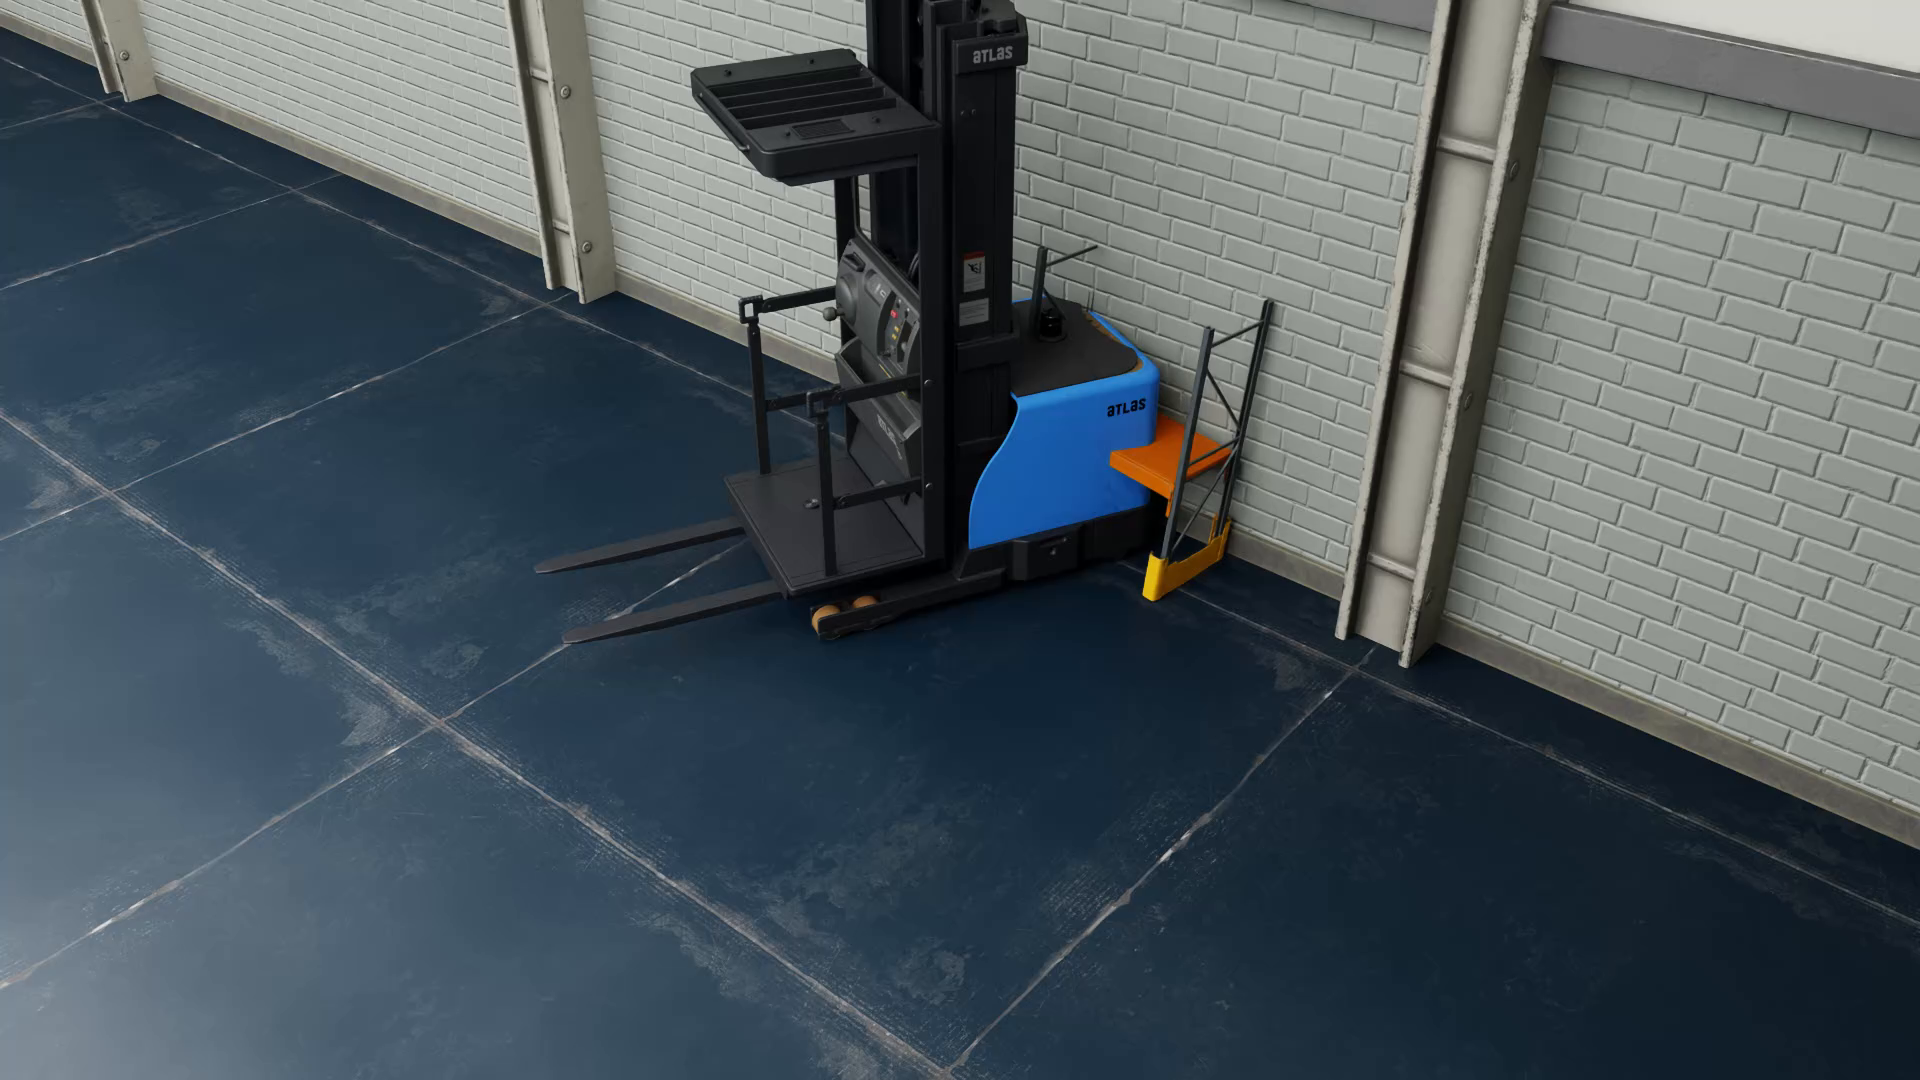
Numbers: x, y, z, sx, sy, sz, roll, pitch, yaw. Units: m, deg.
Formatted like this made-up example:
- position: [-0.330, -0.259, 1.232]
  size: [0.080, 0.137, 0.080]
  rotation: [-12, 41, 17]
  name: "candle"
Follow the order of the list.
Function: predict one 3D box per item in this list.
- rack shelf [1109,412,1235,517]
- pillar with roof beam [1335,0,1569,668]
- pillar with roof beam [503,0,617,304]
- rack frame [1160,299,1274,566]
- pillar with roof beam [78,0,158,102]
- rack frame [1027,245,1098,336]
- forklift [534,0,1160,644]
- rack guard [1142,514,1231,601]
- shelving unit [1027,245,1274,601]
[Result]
- position: [0.840, -0.501, 8.421]
  size: [1.000, 0.185, 0.538]
  rotation: [32, 42, 33]
  name: "rack shelf"
- position: [-0.687, -1.365, 2.789]
  size: [0.400, 9.000, 9.100]
  rotation: [25, 42, 32]
  name: "pillar with roof beam"
- position: [-5.298, -3.539, 5.954]
  size: [0.400, 9.000, 9.100]
  rotation: [25, 42, 32]
  name: "pillar with roof beam"
- position: [1.217, -0.419, 8.044]
  size: [0.032, 1.500, 0.500]
  rotation: [32, 42, 33]
  name: "rack frame"
- position: [-9.910, -5.712, 9.118]
  size: [0.400, 9.000, 9.100]
  rotation: [25, 42, 32]
  name: "pillar with roof beam"
- position: [0.495, -0.877, 8.595]
  size: [0.032, 1.500, 0.500]
  rotation: [32, 42, 33]
  name: "rack frame"
- position: [-0.572, -1.066, 7.713]
  size: [3.031, 2.935, 1.130]
  rotation: [-14, 37, -19]
  name: "forklift"
- position: [1.148, 0.084, 8.408]
  size: [0.087, 0.250, 0.587]
  rotation: [32, 42, 33]
  name: "rack guard"
- position: [0.850, -0.652, 8.324]
  size: [1.083, 1.500, 0.587]
  rotation: [32, 42, 33]
  name: "shelving unit"
